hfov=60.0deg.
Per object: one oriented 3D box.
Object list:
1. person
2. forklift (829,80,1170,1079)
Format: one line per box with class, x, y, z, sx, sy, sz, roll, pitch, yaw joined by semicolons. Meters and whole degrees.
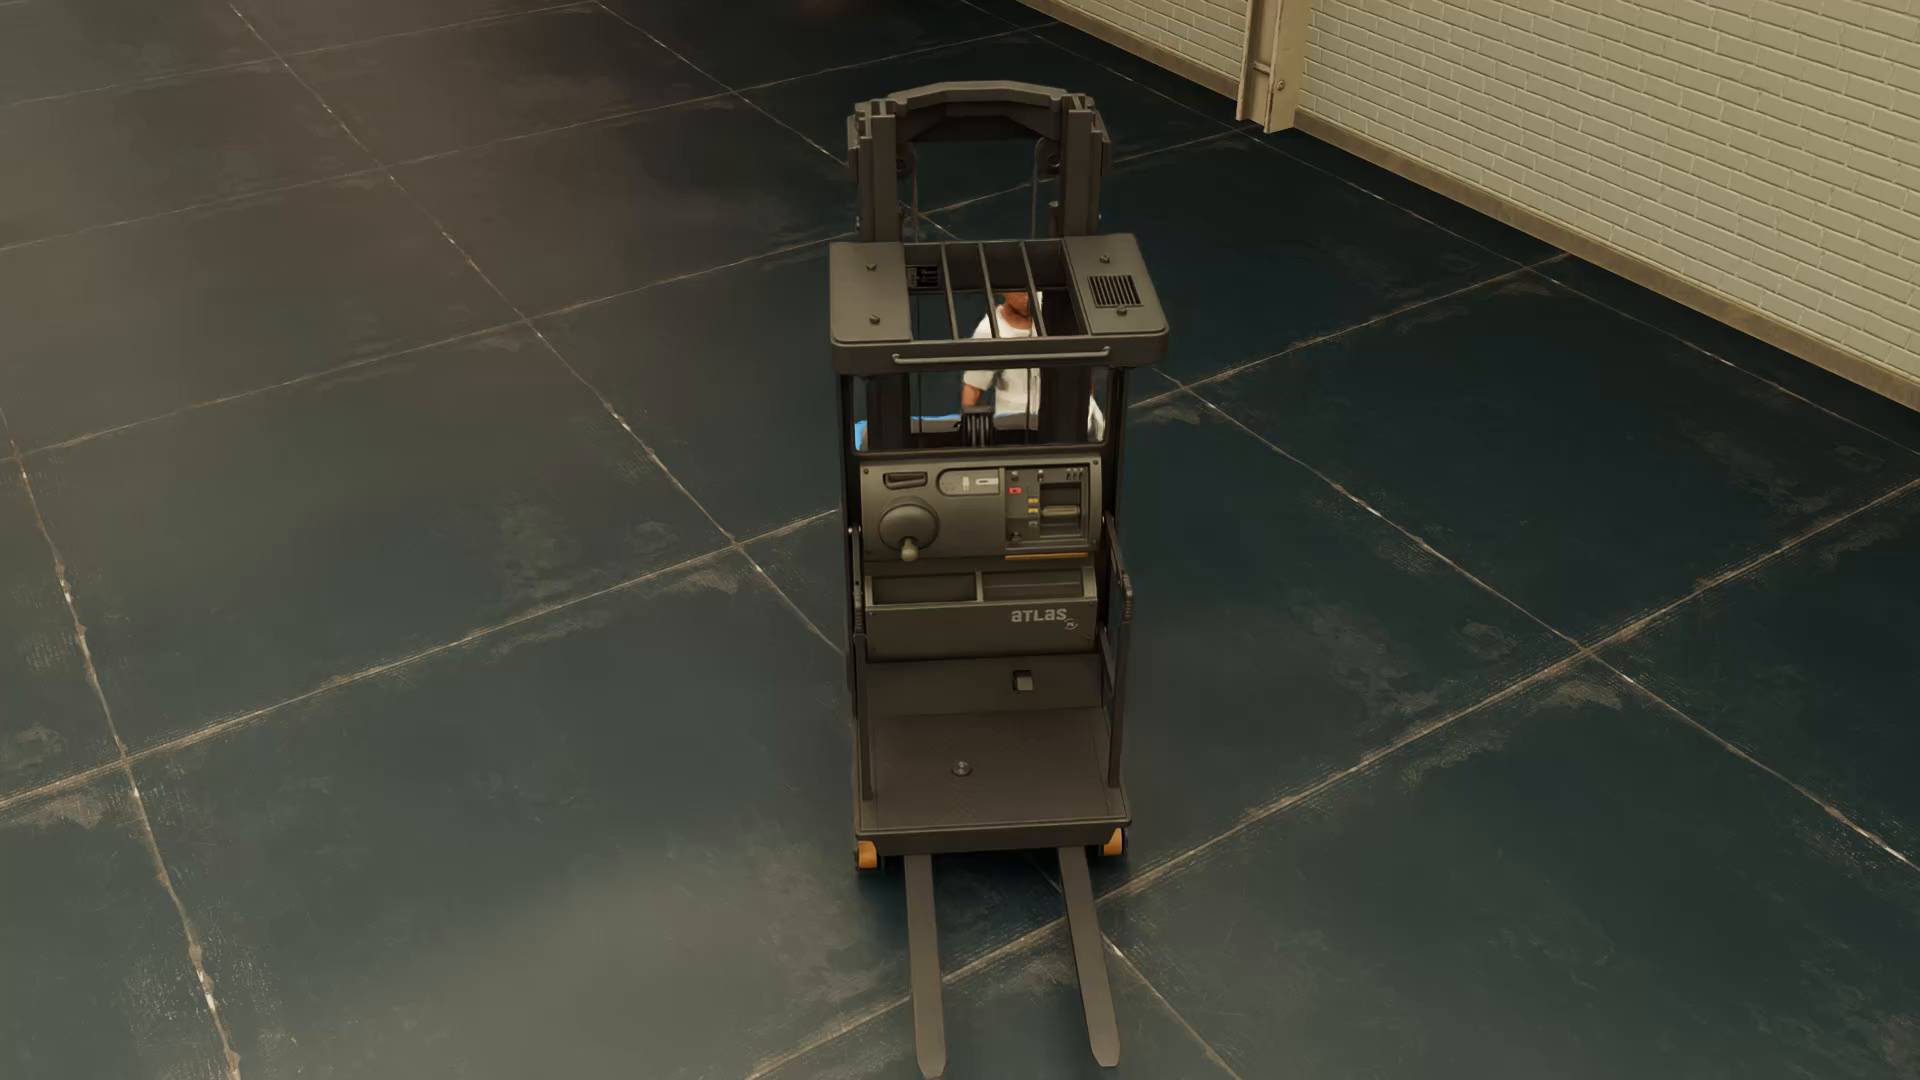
person;0.353;-0.522;7.973;0.753;1.680;0.757;-9;36;-13
forklift;0.101;-0.058;6.231;1.130;2.935;3.031;-2;35;-3
